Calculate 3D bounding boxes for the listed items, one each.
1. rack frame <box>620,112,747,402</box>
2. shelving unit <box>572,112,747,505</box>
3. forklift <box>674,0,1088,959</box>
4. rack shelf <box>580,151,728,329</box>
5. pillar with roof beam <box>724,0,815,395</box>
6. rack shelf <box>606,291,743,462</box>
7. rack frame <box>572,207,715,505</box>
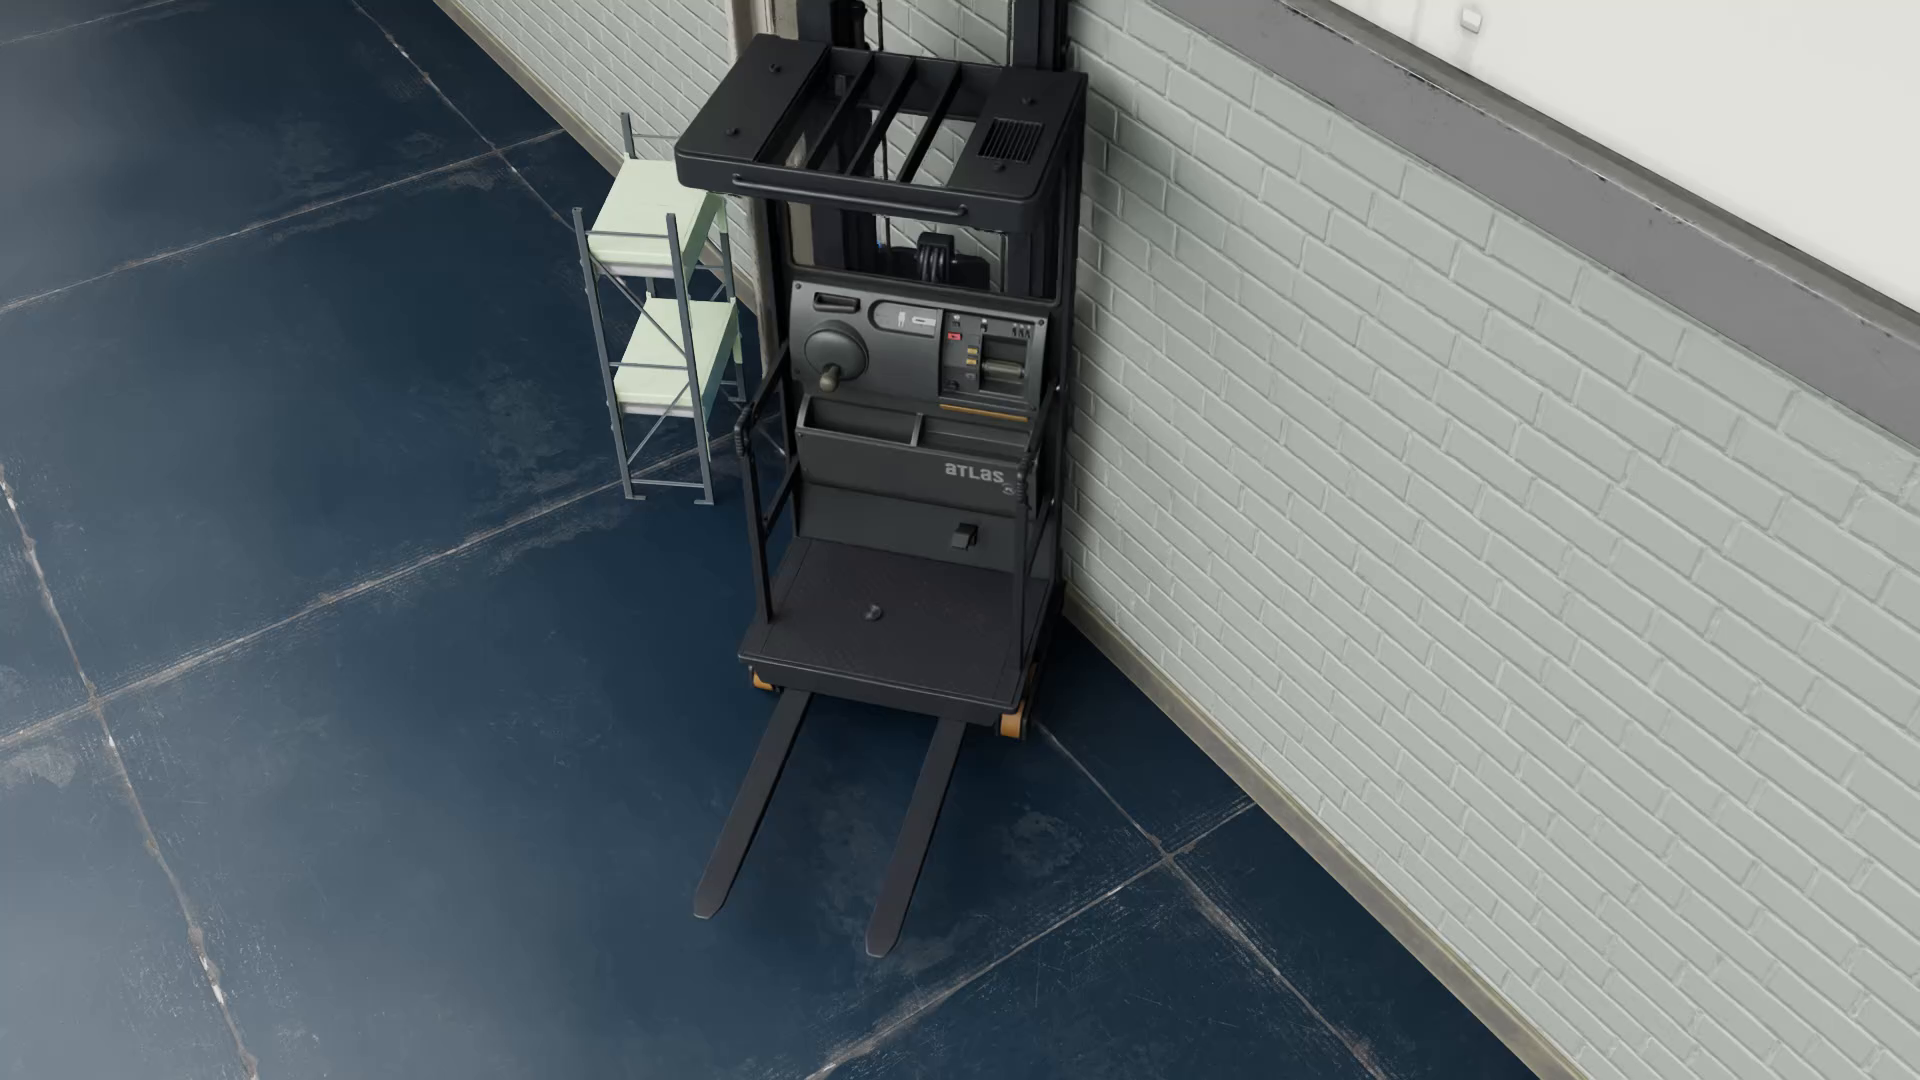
[{"bbox_3d":[-1.217,-1.221,7.434,0.400,1.500,0.023,4,44,4],"label":"rack frame"},{"bbox_3d":[-1.255,-0.970,7.171,0.431,1.500,0.755,4,44,4],"label":"shelving unit"},{"bbox_3d":[-0.203,-0.592,5.738,1.130,2.935,3.031,10,45,10],"label":"forklift"},{"bbox_3d":[-1.255,-1.252,6.901,0.431,0.370,0.720,4,44,4],"label":"rack shelf"},{"bbox_3d":[-4.235,-2.226,3.056,9.100,9.000,0.400,-26,49,-24],"label":"pillar with roof beam"},{"bbox_3d":[-1.255,-0.734,7.396,0.431,0.370,0.720,4,44,4],"label":"rack shelf"},{"bbox_3d":[-1.293,-0.719,6.908,0.400,1.500,0.023,4,44,4],"label":"rack frame"}]
